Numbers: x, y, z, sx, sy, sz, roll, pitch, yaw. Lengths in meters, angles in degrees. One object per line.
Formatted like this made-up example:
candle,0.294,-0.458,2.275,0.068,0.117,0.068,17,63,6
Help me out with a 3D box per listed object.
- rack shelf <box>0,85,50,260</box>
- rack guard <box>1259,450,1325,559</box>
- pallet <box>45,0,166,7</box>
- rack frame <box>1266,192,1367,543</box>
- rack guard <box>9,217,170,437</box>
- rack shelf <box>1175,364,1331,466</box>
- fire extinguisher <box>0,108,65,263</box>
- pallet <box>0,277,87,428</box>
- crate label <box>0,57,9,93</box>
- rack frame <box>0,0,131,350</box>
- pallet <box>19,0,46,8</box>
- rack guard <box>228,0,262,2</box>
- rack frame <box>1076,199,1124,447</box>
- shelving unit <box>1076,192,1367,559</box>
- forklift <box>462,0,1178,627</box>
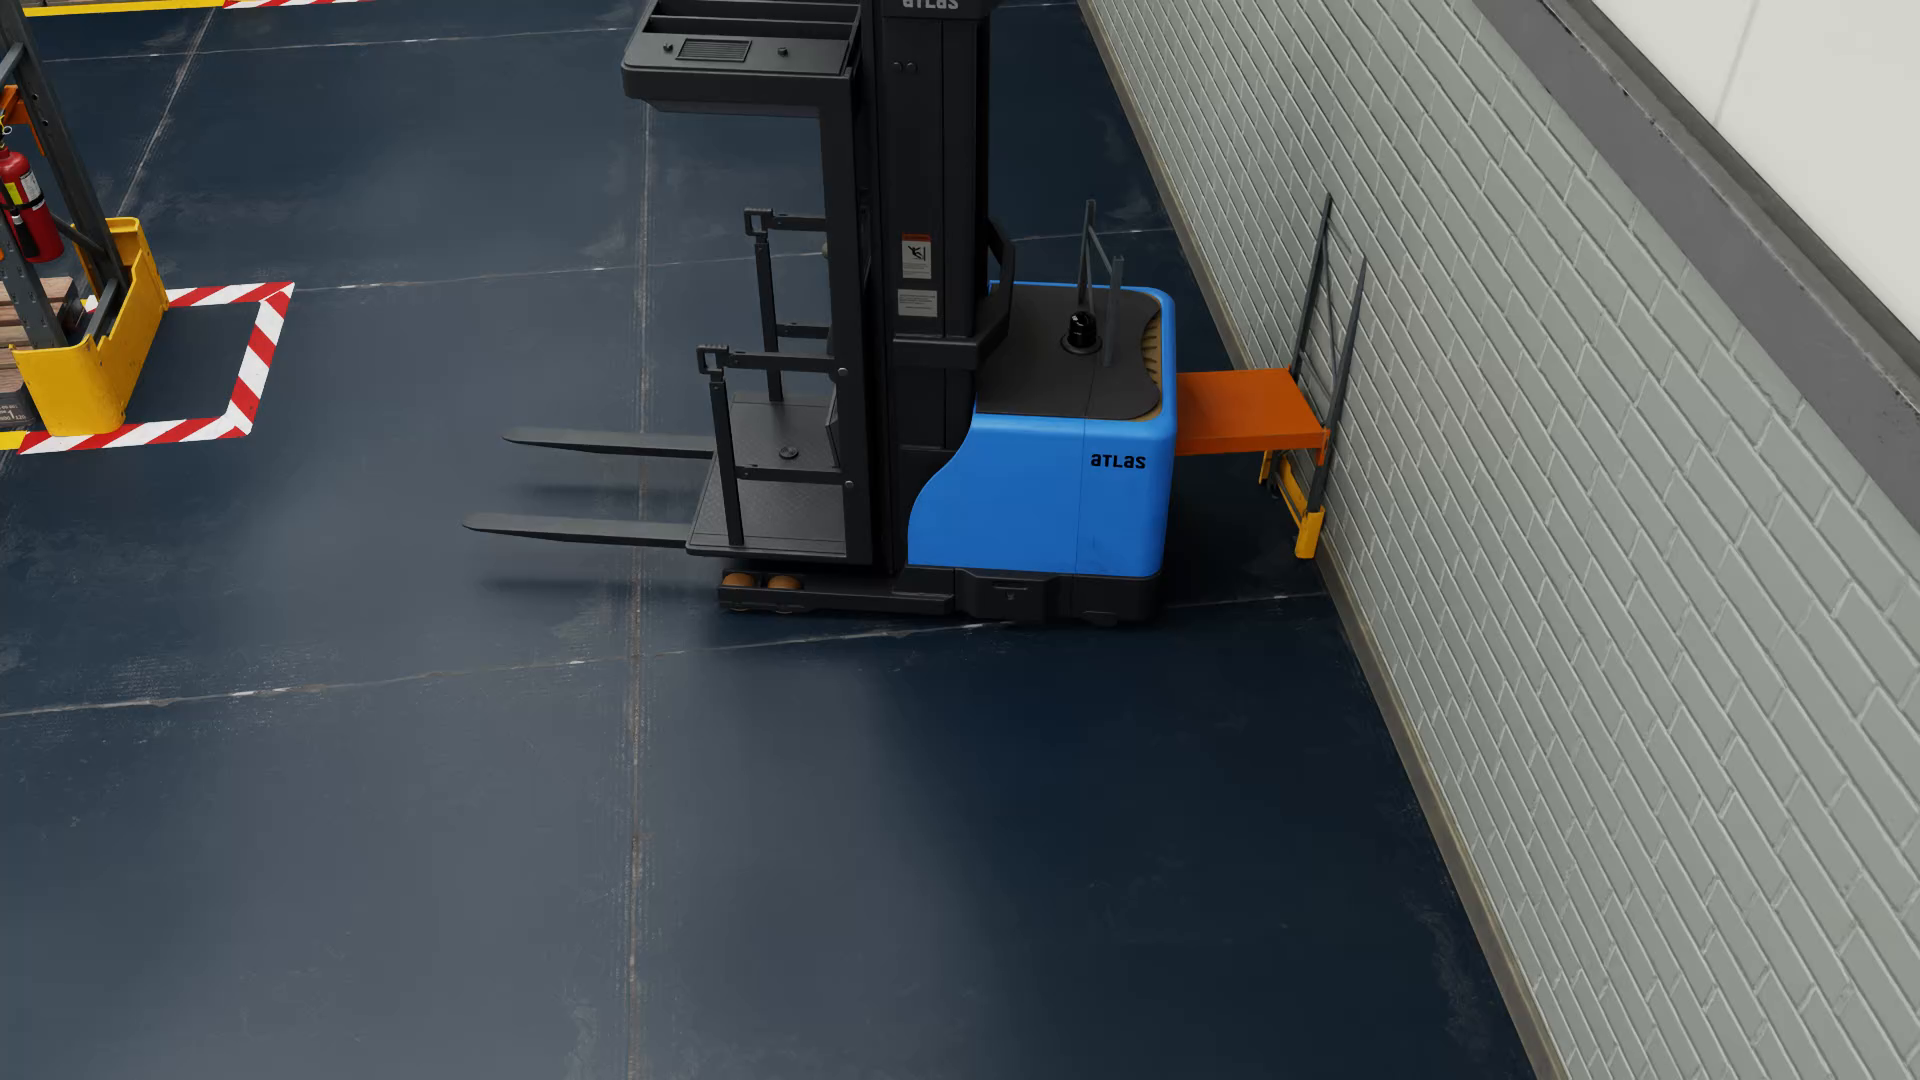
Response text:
rack shelf,-6.316,-1.556,7.487,4.000,0.370,1.077,-5,42,-6
rack guard,1.490,-0.198,7.497,0.087,0.250,0.587,-4,39,-10
pallet,-5.837,-4.174,11.936,1.213,0.211,1.003,-5,42,-6
rack frame,1.525,-0.688,7.111,0.032,1.500,0.500,-4,39,-10
rack guard,-4.311,-1.079,8.288,0.348,0.500,1.175,-5,42,-6
rack shelf,1.015,-0.515,7.138,1.000,0.185,0.538,-4,39,-10
fire extinguisher,-4.124,-1.540,7.270,0.183,0.674,0.296,-5,42,-6
pallet,-5.156,-0.915,8.322,1.213,0.211,1.003,-5,42,-6
crate label,-4.620,-2.154,7.693,0.303,0.233,0.416,-5,42,-6
rack frame,-4.333,-1.996,7.439,0.127,3.000,1.000,-5,42,-6
pallet,-7.044,-4.071,11.821,1.213,0.211,1.003,-5,42,-6
rack guard,-5.047,-4.352,11.916,0.348,0.500,1.175,-5,42,-6
rack frame,0.524,-0.623,6.943,0.032,1.500,0.500,-4,39,-10
shelving unit,1.034,-0.656,7.028,1.083,1.500,0.587,-4,39,-10
forklift,-0.623,-1.124,6.523,3.031,2.935,1.130,3,42,4
